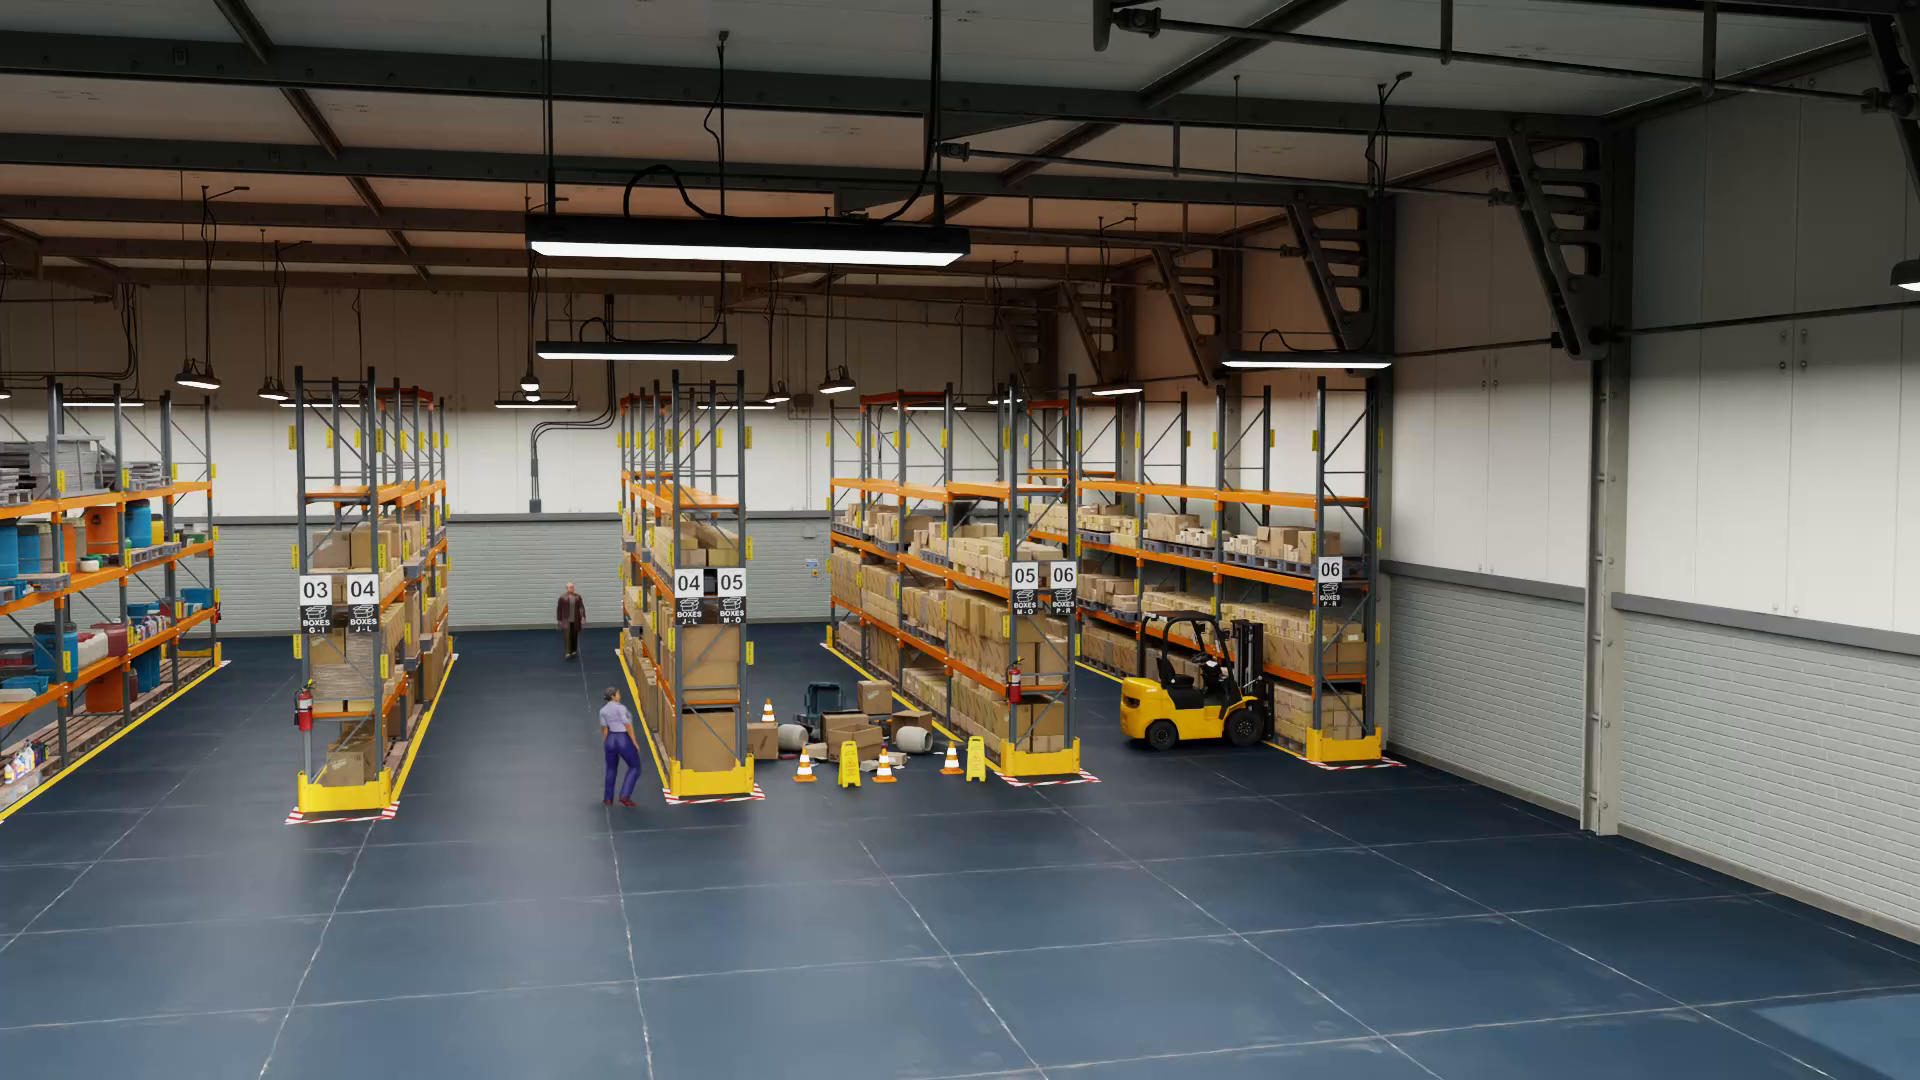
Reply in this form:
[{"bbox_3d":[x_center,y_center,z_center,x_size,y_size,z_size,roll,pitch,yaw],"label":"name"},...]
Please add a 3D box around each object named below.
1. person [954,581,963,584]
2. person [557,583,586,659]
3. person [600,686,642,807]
[{"bbox_3d":[-0.061,1.600,42.354,1.069,1.742,0.706,-1,4,-15],"label":"person"},{"bbox_3d":[-8.901,1.838,38.079,0.647,1.717,1.126,-1,4,-16],"label":"person"},{"bbox_3d":[-4.680,2.832,22.767,0.620,1.672,0.377,1,4,22],"label":"person"}]
